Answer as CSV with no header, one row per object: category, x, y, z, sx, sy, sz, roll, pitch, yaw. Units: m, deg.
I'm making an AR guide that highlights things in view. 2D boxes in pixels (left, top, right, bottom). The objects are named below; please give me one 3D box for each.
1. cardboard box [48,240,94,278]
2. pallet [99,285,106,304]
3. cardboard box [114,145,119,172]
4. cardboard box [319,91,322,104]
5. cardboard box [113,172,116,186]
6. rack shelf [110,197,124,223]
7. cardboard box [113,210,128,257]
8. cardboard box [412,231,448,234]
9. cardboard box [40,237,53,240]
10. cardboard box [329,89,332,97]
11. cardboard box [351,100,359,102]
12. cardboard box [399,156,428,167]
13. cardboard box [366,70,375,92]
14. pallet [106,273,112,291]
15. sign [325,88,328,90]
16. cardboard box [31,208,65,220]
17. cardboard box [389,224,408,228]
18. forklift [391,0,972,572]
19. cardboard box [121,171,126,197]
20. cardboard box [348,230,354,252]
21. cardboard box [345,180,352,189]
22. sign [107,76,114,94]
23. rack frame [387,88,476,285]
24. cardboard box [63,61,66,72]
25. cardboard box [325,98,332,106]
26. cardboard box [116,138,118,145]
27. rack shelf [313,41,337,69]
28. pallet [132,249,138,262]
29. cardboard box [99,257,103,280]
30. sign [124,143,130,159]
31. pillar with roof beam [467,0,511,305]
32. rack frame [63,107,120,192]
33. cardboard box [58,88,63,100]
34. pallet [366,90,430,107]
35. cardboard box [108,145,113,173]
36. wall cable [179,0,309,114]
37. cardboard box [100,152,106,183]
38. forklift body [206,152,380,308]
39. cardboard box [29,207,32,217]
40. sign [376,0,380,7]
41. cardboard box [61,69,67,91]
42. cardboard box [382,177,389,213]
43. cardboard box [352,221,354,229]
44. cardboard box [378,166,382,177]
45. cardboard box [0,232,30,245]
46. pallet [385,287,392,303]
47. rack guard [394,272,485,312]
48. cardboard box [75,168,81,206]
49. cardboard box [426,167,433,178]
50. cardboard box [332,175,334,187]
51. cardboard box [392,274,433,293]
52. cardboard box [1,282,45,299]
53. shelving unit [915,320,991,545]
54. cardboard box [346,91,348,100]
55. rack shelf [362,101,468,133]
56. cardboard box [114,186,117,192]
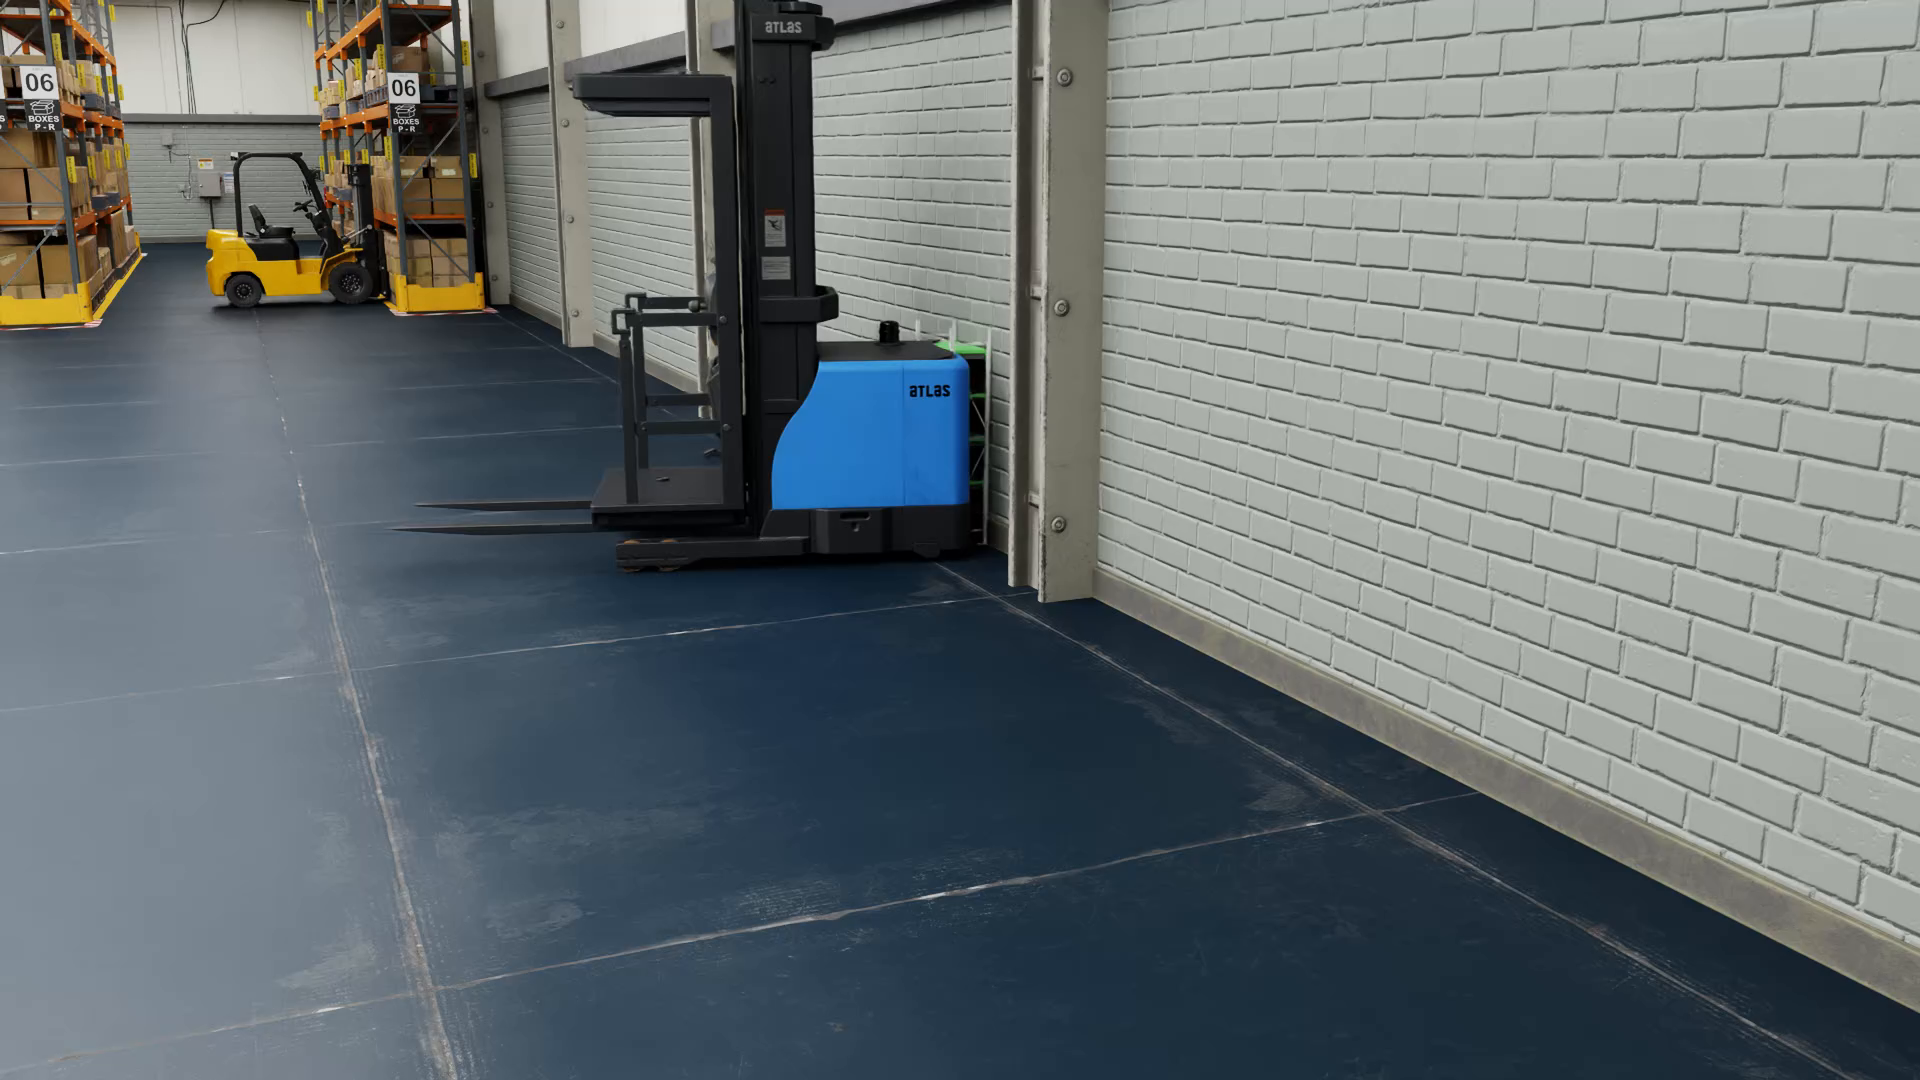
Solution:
cardboard box,-12.329,-3.895,23.050,0.500,0.500,0.500,-5,14,-22
pallet,-13.143,-3.588,24.406,1.003,0.211,1.213,-6,14,-23
cardboard box,-16.618,-7.391,32.214,0.500,0.500,0.500,-6,14,-23
cardboard box,-13.571,-9.566,35.963,0.500,0.250,0.500,-6,14,-23
cardboard box,-15.830,-6.628,30.577,0.500,0.250,0.500,-5,14,-22
rack shelf,-15.848,-5.972,30.114,1.077,0.370,4.000,-6,14,-23
cardboard box,-16.328,-5.784,31.489,0.875,0.875,0.875,-5,14,-21
cardboard box,-8.117,-4.590,25.501,0.500,0.250,0.500,-6,14,-23
cardboard box,-13.230,-4.057,23.750,0.500,0.500,0.500,-5,14,-21
cardboard box,-12.023,-8.665,32.246,0.380,0.149,0.250,-6,14,-24
cardboard box,-10.863,-7.992,30.045,0.380,0.149,0.250,-5,14,-22
cardboard box,-7.632,-5.270,23.167,0.380,0.149,0.250,-6,14,-23
cardboard box,-8.788,-7.009,25.393,0.500,0.311,0.500,-5,14,-22
pallet,-14.250,-4.137,26.777,1.003,0.211,1.213,-6,14,-23
sign,-12.597,-8.847,33.144,0.100,0.325,0.005,-6,14,-23
cardboard box,-11.789,-4.223,21.519,0.380,0.149,0.250,-6,14,-23
cardboard box,-10.424,-5.797,30.937,0.380,0.149,0.250,-5,14,-20
forklift,-1.493,-1.386,8.858,3.031,2.935,1.130,-2,13,-7
cardboard box,-16.989,-7.112,33.226,0.500,0.500,0.500,-6,14,-23
cardboard box,-11.495,-5.731,32.090,0.500,0.500,0.500,-6,14,-25
cardboard box,-11.115,-6.541,30.606,0.380,0.149,0.250,-5,14,-22
sign,-16.156,-8.653,31.607,0.100,0.325,0.005,-6,14,-23
rack frame,-7.296,-4.705,23.047,1.000,3.000,0.127,-6,14,-23
cardboard box,-12.206,-6.346,22.272,0.380,0.149,0.250,-5,14,-21
cardboard box,-12.276,-8.622,32.724,0.380,0.149,0.250,-5,14,-22
cardboard box,-17.131,-7.992,33.371,0.380,0.149,0.250,-6,14,-23
rack shelf,-12.904,-10.168,34.949,1.077,0.370,4.000,-6,14,-23
pallet,-17.375,-5.793,33.933,1.003,0.211,1.213,-6,14,-23
cardboard box,-13.657,-4.115,25.393,0.950,0.372,0.625,-5,14,-22
sign,-17.749,-8.287,35.431,0.100,0.325,0.005,-6,14,-23
pillar with roof beam,-10.693,-7.464,21.664,9.100,9.000,0.400,-6,14,-23
rack frame,-16.649,-6.735,31.819,1.000,3.000,0.127,-6,14,-23
cardboard box,-11.678,-5.693,21.219,0.380,0.149,0.250,-6,14,-23
pallet,-8.533,-6.776,25.538,1.003,0.211,1.213,-6,14,-23
cardboard box,-15.620,-6.883,30.018,0.500,0.500,0.500,-5,14,-22
wall cable,-17.531,-11.964,41.021,2.988,3.039,0.133,-6,14,-23
cardboard box,-14.393,-6.132,27.401,0.500,0.500,0.500,-6,14,-24
forklift body,-9.727,-4.519,24.123,2.313,2.155,1.214,-6,14,-23
cardboard box,-12.579,-4.405,22.307,0.380,0.149,0.250,-5,14,-22
sign,-11.597,-10.691,33.181,0.100,0.325,0.005,-6,14,-23
cardboard box,-11.993,-6.022,21.758,0.500,0.250,0.500,-6,14,-24
cardboard box,-8.138,-5.046,24.297,0.500,0.500,0.500,-6,14,-24
cardboard box,-11.622,-6.125,32.355,0.380,0.149,0.250,-5,14,-21
cardboard box,-8.525,-5.540,24.992,0.380,0.149,0.250,-6,14,-25
cardboard box,-12.611,-4.014,22.126,0.380,0.149,0.250,-5,14,-21
pallet,-8.125,-3.753,25.115,1.003,0.211,1.213,-6,14,-23
rack guard,-7.286,-3.482,23.307,1.175,0.500,0.348,-6,14,-23
cardboard box,-11.988,-4.679,22.054,0.500,0.500,0.500,-5,14,-21
cardboard box,-7.351,-5.209,23.562,0.380,0.149,0.250,-6,14,-23
cardboard box,-12.932,-7.546,34.994,0.500,0.250,0.500,-6,14,-23
cardboard box,-7.774,-3.639,23.606,0.500,0.250,0.500,-6,14,-23
cardboard box,-12.422,-3.269,22.007,0.500,0.250,0.500,-6,14,-23
shelving unit,-0.050,-0.605,9.301,0.258,1.200,0.503,-4,14,-23
cardboard box,-10.639,-7.859,29.388,0.380,0.166,0.250,-6,14,-23
rack shelf,-8.097,-6.229,24.575,1.077,0.370,4.000,-6,14,-23
cardboard box,-16.036,-6.487,31.078,0.500,0.250,0.500,-6,14,-24
